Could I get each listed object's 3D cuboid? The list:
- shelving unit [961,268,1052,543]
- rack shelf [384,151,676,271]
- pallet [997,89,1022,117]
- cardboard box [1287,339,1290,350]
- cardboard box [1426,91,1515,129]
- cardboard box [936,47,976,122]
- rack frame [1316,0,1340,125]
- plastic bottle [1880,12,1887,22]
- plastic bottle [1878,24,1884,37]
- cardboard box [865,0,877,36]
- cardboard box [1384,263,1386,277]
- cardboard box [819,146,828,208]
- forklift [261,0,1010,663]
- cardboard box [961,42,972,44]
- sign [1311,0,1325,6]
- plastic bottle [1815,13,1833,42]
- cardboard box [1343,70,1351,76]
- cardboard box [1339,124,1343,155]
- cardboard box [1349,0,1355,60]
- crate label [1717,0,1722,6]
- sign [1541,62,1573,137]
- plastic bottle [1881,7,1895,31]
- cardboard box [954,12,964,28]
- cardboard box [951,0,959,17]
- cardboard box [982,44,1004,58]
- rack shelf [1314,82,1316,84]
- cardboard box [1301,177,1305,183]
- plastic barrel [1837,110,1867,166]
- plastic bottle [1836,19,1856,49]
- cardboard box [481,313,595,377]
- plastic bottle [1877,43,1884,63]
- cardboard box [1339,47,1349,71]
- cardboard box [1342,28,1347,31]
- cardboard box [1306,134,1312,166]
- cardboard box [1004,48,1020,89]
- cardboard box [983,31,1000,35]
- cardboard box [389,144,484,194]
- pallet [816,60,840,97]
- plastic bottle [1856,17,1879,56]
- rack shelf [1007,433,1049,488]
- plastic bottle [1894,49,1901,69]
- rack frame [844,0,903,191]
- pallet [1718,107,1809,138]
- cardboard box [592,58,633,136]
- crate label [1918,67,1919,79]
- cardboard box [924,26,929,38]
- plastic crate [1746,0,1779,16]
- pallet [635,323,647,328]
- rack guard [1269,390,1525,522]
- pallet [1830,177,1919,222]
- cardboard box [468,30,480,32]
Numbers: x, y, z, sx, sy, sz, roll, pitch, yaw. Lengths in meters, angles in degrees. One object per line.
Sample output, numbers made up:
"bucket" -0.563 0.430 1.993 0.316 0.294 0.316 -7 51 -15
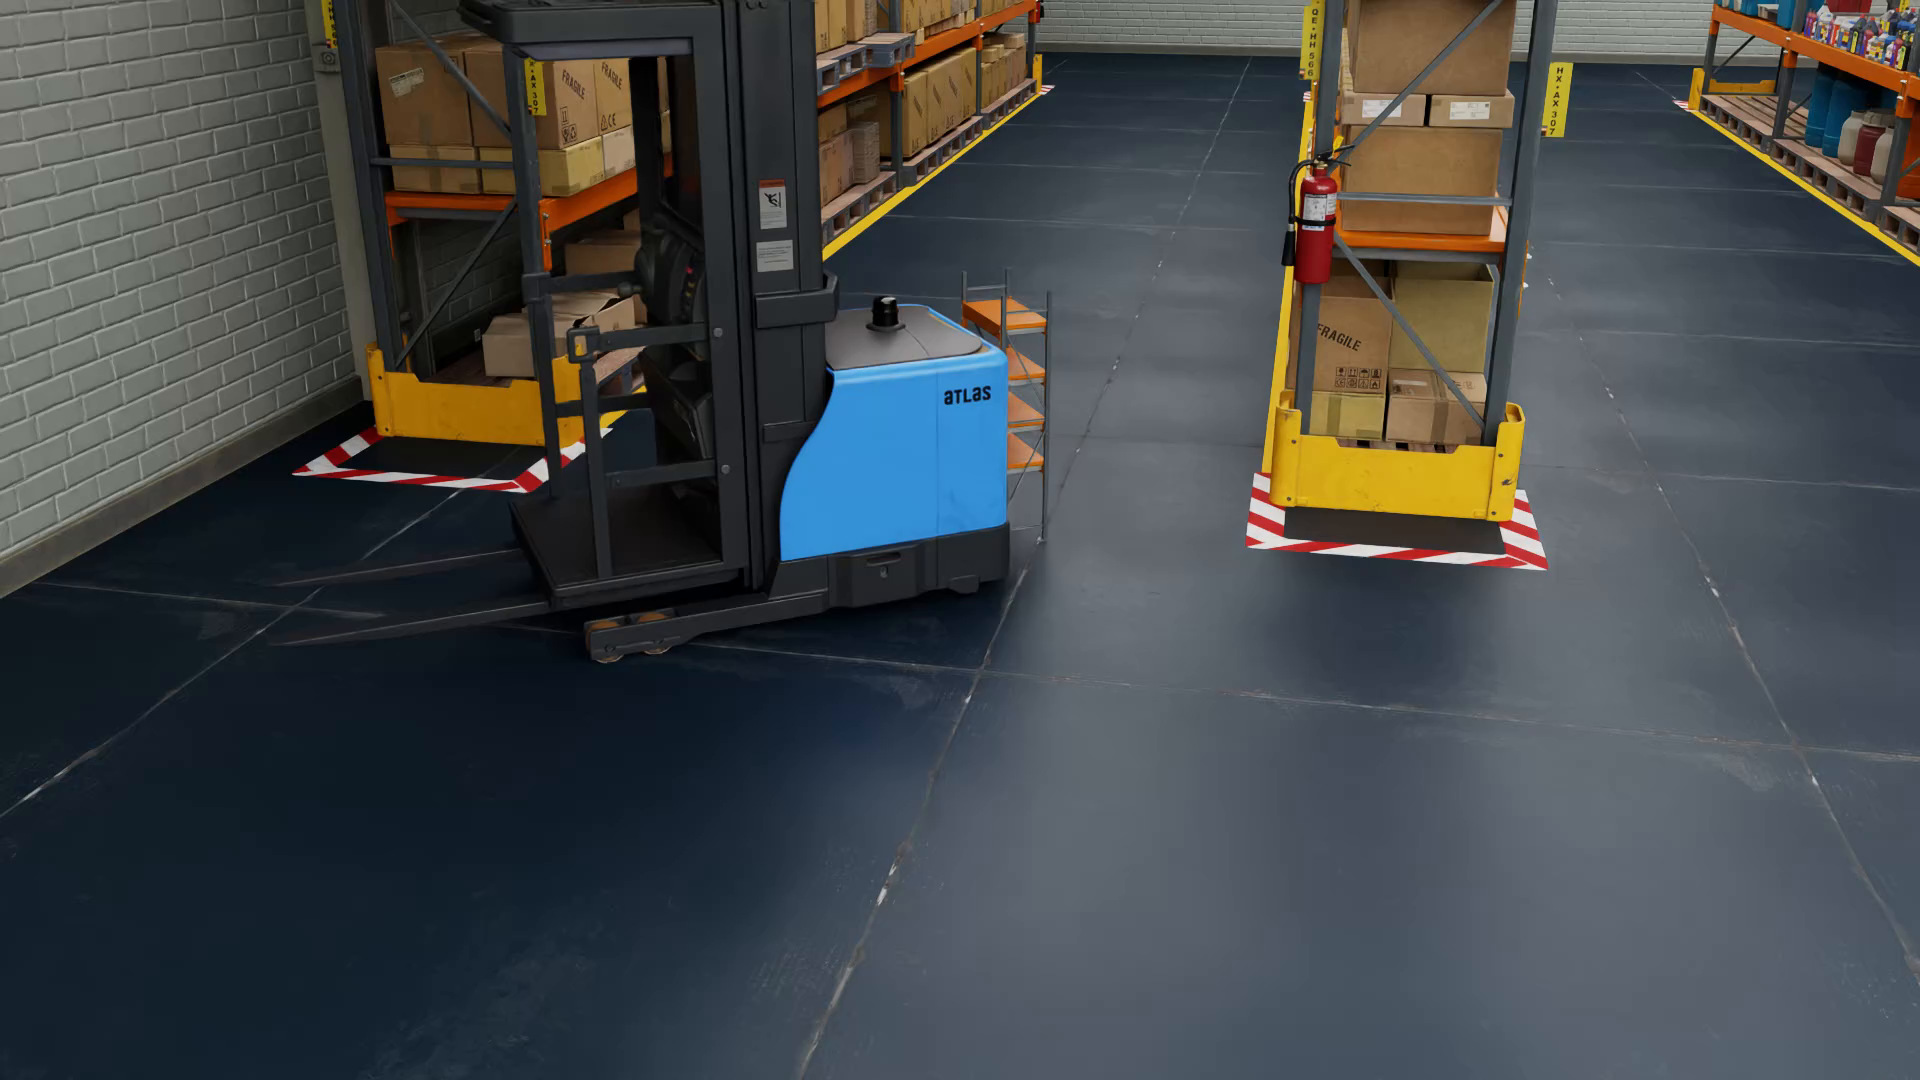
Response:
"shelving unit" 0.210 -0.622 7.792 0.258 1.200 0.503 -8 23 -19
"rack shelf" -2.291 -2.367 10.678 1.077 0.370 4.000 4 22 11
"pallet" 0.228 -5.784 21.932 1.003 0.211 1.213 4 22 11
"cardboard box" 2.162 -1.098 9.682 0.500 0.250 0.500 4 22 11
"cardboard box" 2.442 -2.067 7.969 0.380 0.149 0.250 4 22 11
"cardboard box" -0.256 -5.308 19.333 0.750 0.750 0.750 5 22 12
"rack frame" 2.968 -3.056 11.426 1.000 3.000 0.127 4 22 11
"plastic bottle" 9.684 -5.376 17.354 0.152 0.276 0.135 4 22 11
"plastic bottle" 8.709 -4.741 15.765 0.061 0.283 0.133 4 22 11
"cardboard box" -1.153 -4.973 15.463 0.700 0.500 0.500 2 22 5
"cardboard box" 2.787 -1.588 9.895 0.500 0.500 0.500 4 22 11
"cardboard box" -1.549 -3.123 14.351 0.700 0.500 0.500 5 22 12
"forklift" -1.349 -1.092 6.642 3.031 2.935 1.130 -9 24 -21
"cardboard box" 0.042 -6.398 21.640 0.380 0.149 0.250 4 22 10
"sign" 2.434 -3.594 11.318 0.100 0.325 0.005 4 22 11
"plastic bottle" 8.906 -5.271 17.092 0.152 0.276 0.135 4 22 11
"cardboard box" 2.200 -2.376 8.735 0.380 0.149 0.250 5 22 12
"cardboard box" 2.676 -2.563 10.068 0.700 0.500 0.500 5 22 12
"cardboard box" 2.474 -2.807 8.938 0.700 0.500 0.500 5 22 11
"crate label" 9.892 -6.950 21.240 0.416 0.233 0.303 4 22 11
"sign" 2.694 -1.987 7.506 0.100 0.325 0.005 4 22 11
"plastic bottle" 9.440 -5.230 16.889 0.144 0.351 0.185 4 22 11
"cardboard box" -0.164 -5.819 18.596 0.380 0.149 0.250 4 22 11
"cardboard box" -0.303 -5.993 18.160 0.500 0.500 0.500 4 22 11
"cardboard box" 0.358 -6.262 21.302 0.380 0.149 0.250 4 22 9
"rack shelf" 4.192 -4.916 17.009 1.077 0.370 4.000 4 22 11
"cardboard box" 2.566 -2.177 11.359 0.500 0.500 0.500 4 22 11
"plastic barrel" 8.974 -3.987 16.506 0.421 0.512 0.421 0 22 0
"plastic bottle" 8.745 -4.981 16.373 0.152 0.276 0.135 4 22 11
"cardboard box" -2.470 -1.172 9.759 0.500 0.311 0.500 2 22 5
"plastic bottle" 8.445 -4.460 15.178 0.097 0.201 0.097 0 22 0
"cardboard box" 2.464 -2.848 9.908 0.380 0.149 0.250 4 22 9
"cardboard box" 2.723 -3.319 11.078 0.380 0.149 0.250 4 22 11
"cardboard box" 3.389 -3.529 14.968 0.500 0.311 0.500 5 23 13
"cardboard box" 0.419 -6.409 22.536 0.700 0.500 0.500 4 22 11
"cardboard box" 0.351 -6.954 23.021 0.380 0.149 0.250 5 22 11
"cardboard box" -2.793 -2.095 9.213 0.500 0.250 0.500 5 22 12
"pallet" -1.584 -3.611 13.062 1.003 0.211 1.213 4 22 11
"plastic bottle" 8.604 -4.770 15.749 0.144 0.351 0.185 4 22 11
"rack shelf" 0.210 -0.376 7.892 0.258 0.148 0.480 -8 23 -19
"plastic bottle" 8.339 -4.269 14.704 0.097 0.201 0.097 0 22 0
"rack frame" -1.066 -4.895 15.992 1.000 3.000 0.127 4 22 11
"pallet" 9.807 -5.028 20.057 1.003 0.211 1.213 4 22 11
"cardboard box" -2.197 -2.588 9.435 0.500 0.500 0.500 5 22 11
"crate label" 8.179 -3.937 13.837 0.303 0.233 0.416 4 22 11
"cardboard box" -0.537 -5.363 17.464 0.380 0.149 0.250 5 22 12
"plastic crate" 9.562 -6.359 19.772 0.416 0.233 0.300 4 22 11
"pallet" -2.232 -1.443 11.153 1.003 0.211 1.213 4 22 11
"rack guard" 2.147 -0.425 8.239 1.175 0.500 0.348 4 22 11
"pallet" 8.752 -3.138 15.362 1.003 0.211 1.213 4 22 11
"cardboard box" -2.597 -2.818 10.006 0.500 0.500 0.500 4 22 9
